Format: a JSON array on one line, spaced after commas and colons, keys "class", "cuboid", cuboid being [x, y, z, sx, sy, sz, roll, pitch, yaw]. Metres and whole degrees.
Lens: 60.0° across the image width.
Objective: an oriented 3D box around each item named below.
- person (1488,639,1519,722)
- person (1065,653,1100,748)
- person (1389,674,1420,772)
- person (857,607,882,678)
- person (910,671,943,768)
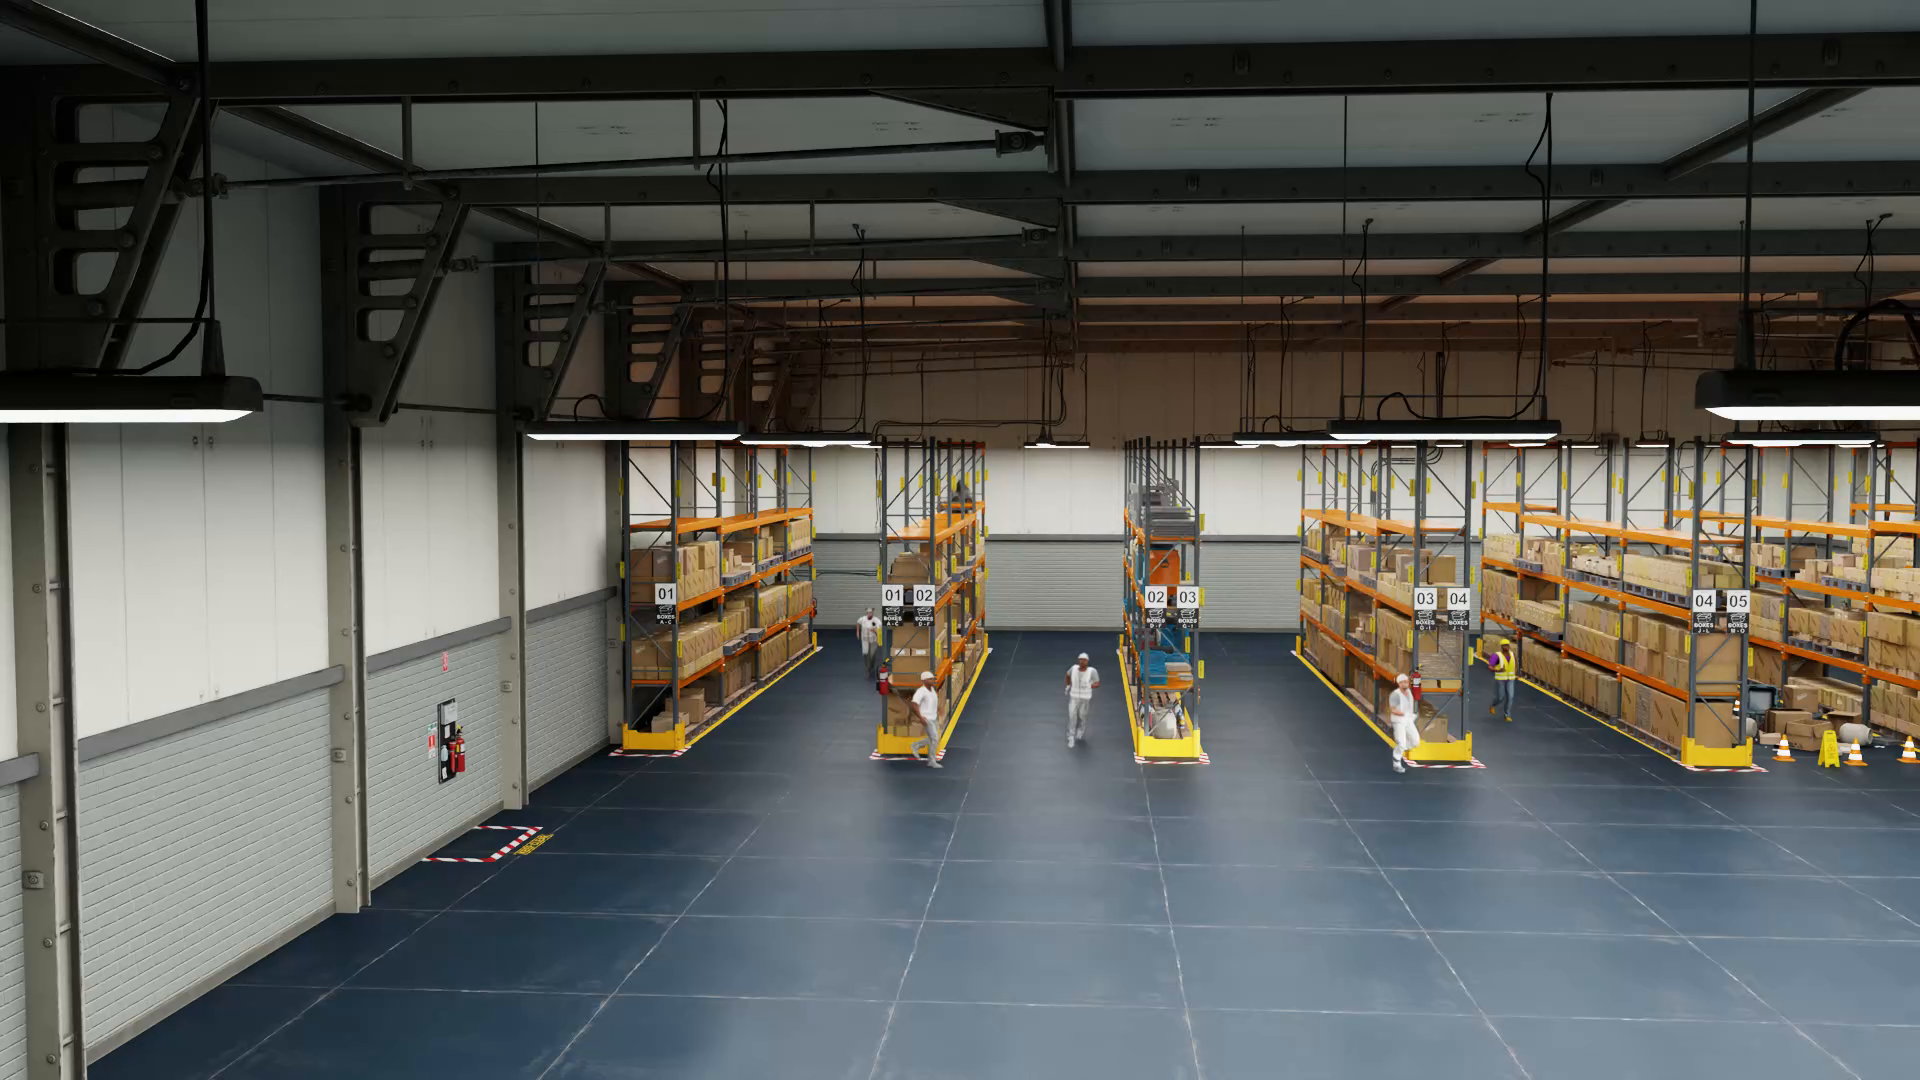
[{"class": "person", "cuboid": [11.513, 2.958, 35.249, 0.698, 1.741, 0.822, 0, 3, -9]}, {"class": "person", "cuboid": [2.388, 3.103, 32.497, 0.689, 1.816, 0.918, 1, 3, 10]}, {"class": "person", "cuboid": [7.949, 3.264, 29.663, 0.674, 1.756, 0.631, -2, 4, -33]}, {"class": "person", "cuboid": [-2.301, 2.593, 42.261, 0.679, 1.830, 0.872, 0, 3, 2]}, {"class": "person", "cuboid": [-0.616, 3.253, 30.205, 0.664, 1.749, 0.732, 1, 3, 20]}]
